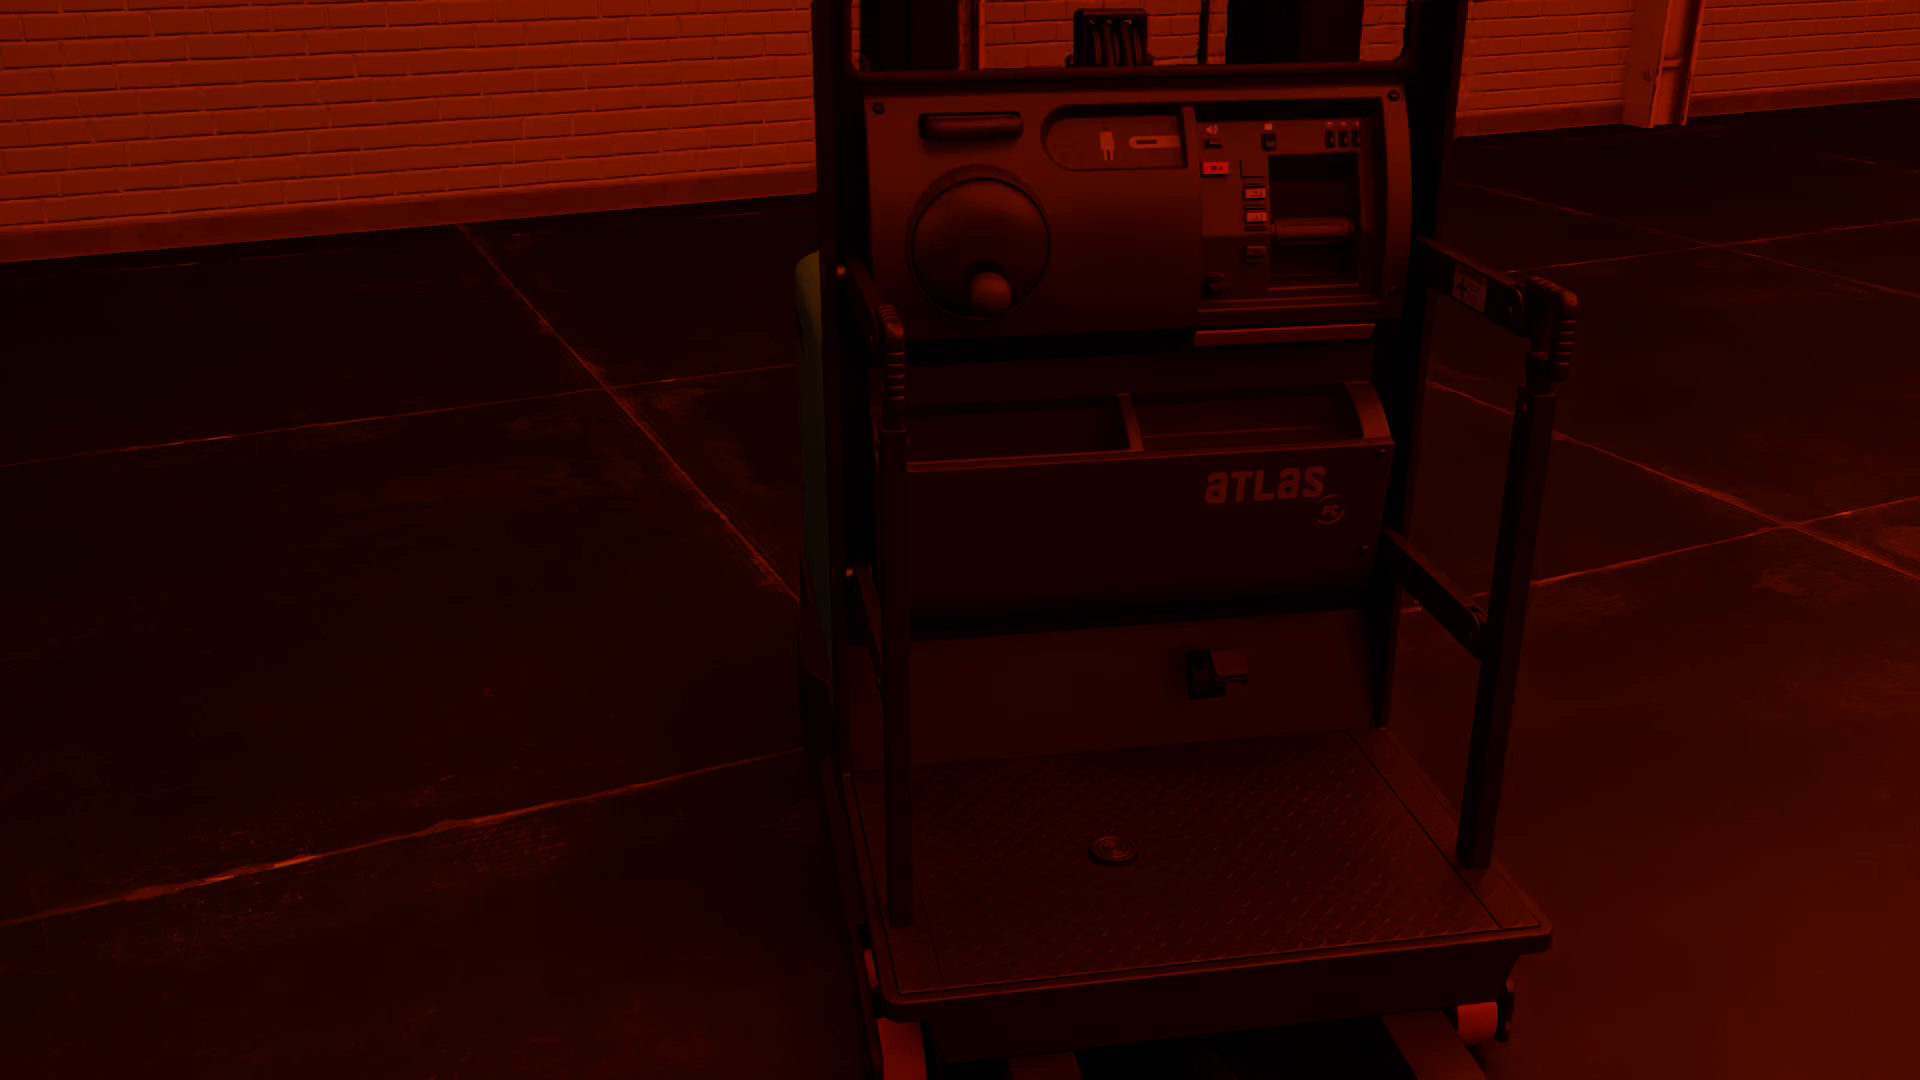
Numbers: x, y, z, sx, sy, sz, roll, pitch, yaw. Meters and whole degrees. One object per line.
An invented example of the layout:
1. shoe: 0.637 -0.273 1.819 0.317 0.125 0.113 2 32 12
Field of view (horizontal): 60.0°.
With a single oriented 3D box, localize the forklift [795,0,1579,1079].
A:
1. forklift: 0.345 -0.541 2.588 1.130 2.935 3.031 -4 23 -9
